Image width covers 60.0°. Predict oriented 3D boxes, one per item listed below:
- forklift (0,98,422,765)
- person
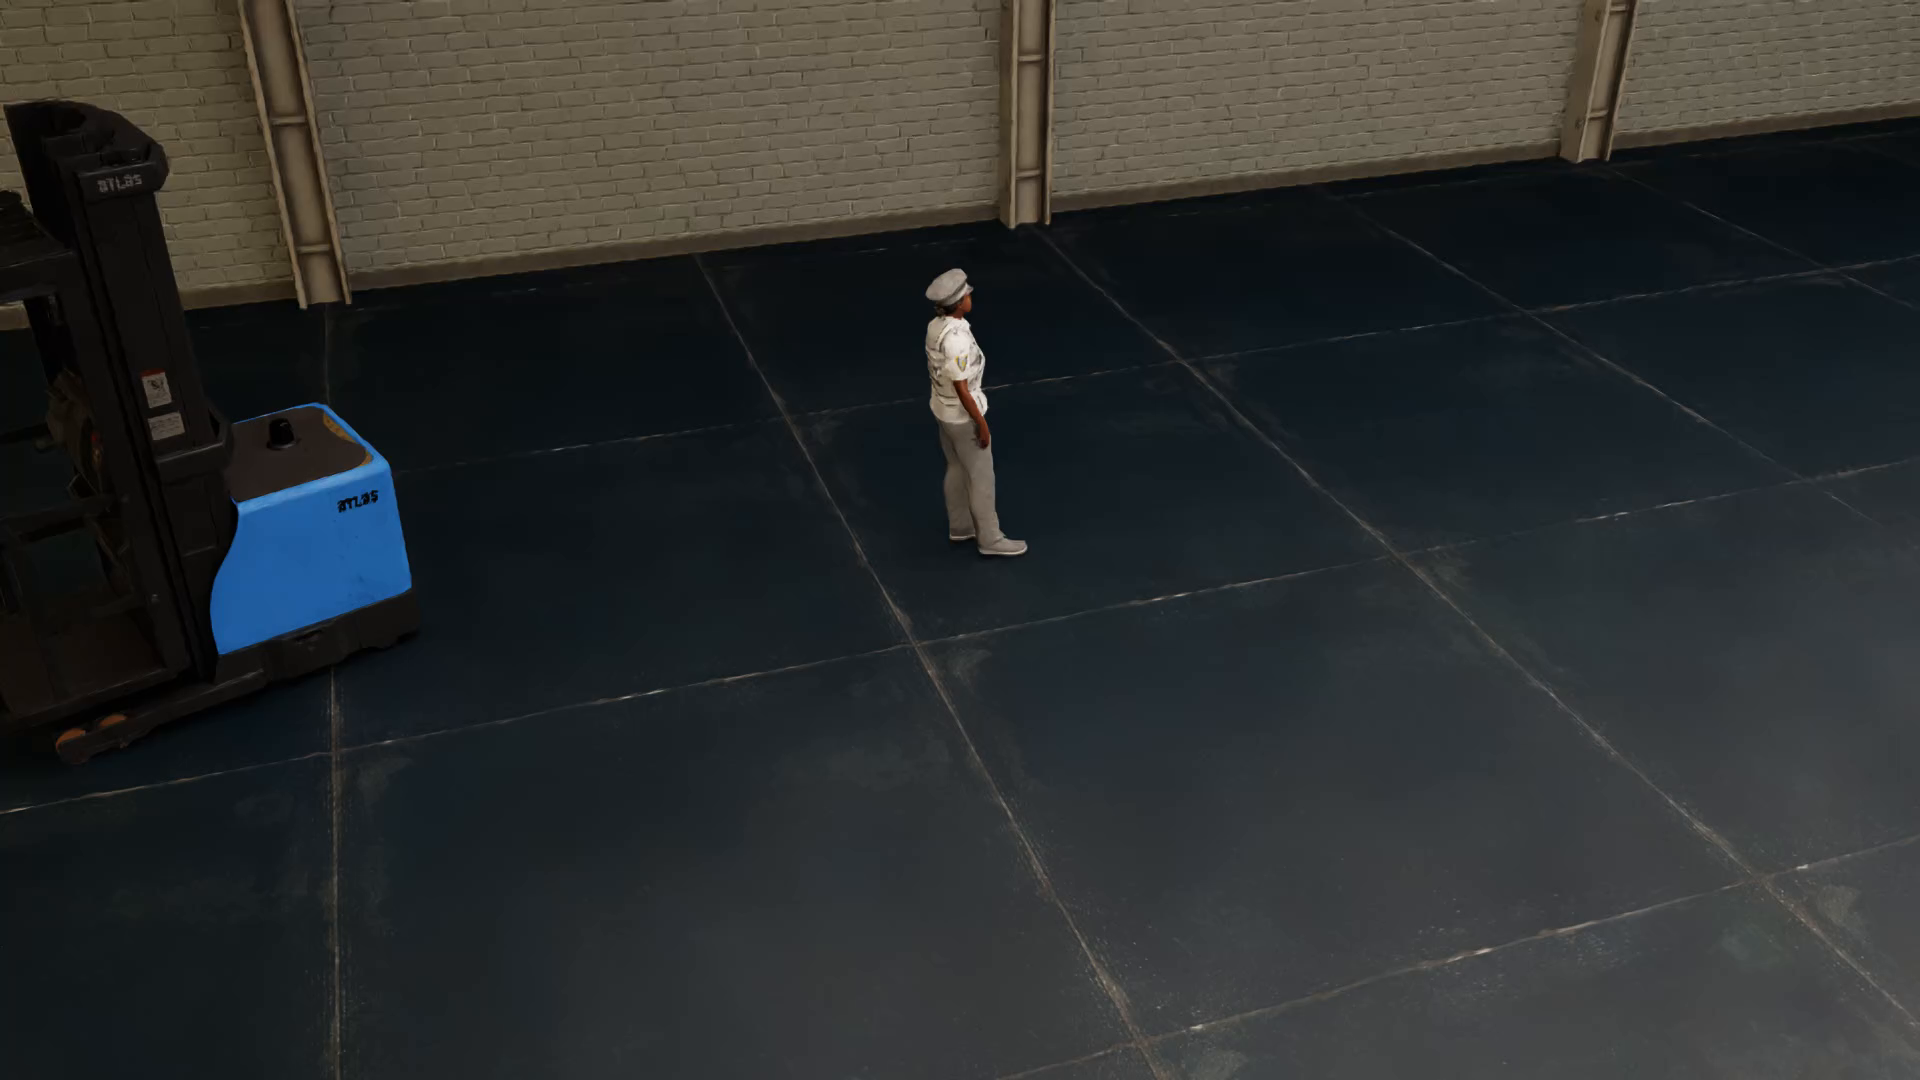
[{"bbox_3d":[-4.409,-0.475,7.913,3.031,2.935,1.130,-22,36,-33],"label":"forklift"},{"bbox_3d":[0.077,-0.744,9.604,0.529,1.695,0.570,-10,31,-16],"label":"person"}]
